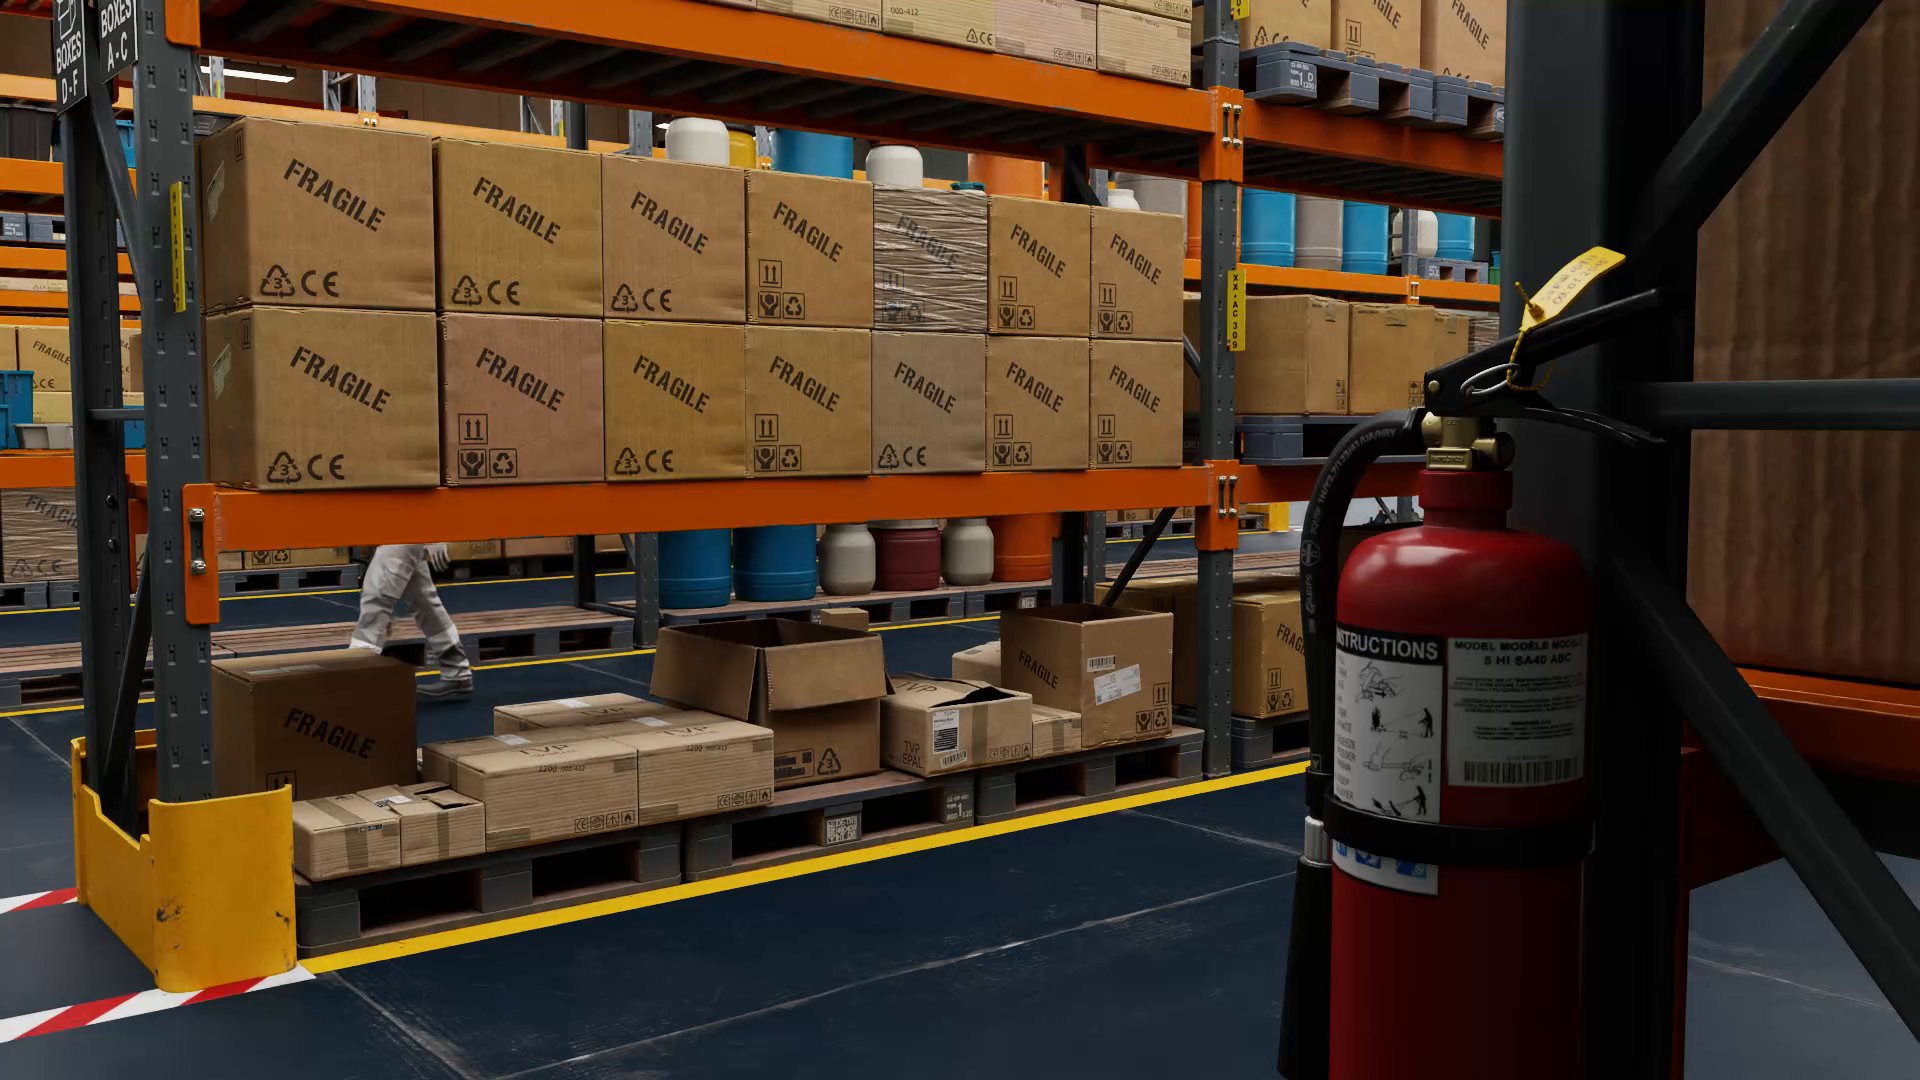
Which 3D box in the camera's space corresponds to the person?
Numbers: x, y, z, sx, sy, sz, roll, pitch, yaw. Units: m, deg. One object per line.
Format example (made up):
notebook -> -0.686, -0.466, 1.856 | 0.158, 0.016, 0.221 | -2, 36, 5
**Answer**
person -> -2.956, -0.031, 8.446 | 0.974, 1.736, 0.536 | -3, 5, -35
